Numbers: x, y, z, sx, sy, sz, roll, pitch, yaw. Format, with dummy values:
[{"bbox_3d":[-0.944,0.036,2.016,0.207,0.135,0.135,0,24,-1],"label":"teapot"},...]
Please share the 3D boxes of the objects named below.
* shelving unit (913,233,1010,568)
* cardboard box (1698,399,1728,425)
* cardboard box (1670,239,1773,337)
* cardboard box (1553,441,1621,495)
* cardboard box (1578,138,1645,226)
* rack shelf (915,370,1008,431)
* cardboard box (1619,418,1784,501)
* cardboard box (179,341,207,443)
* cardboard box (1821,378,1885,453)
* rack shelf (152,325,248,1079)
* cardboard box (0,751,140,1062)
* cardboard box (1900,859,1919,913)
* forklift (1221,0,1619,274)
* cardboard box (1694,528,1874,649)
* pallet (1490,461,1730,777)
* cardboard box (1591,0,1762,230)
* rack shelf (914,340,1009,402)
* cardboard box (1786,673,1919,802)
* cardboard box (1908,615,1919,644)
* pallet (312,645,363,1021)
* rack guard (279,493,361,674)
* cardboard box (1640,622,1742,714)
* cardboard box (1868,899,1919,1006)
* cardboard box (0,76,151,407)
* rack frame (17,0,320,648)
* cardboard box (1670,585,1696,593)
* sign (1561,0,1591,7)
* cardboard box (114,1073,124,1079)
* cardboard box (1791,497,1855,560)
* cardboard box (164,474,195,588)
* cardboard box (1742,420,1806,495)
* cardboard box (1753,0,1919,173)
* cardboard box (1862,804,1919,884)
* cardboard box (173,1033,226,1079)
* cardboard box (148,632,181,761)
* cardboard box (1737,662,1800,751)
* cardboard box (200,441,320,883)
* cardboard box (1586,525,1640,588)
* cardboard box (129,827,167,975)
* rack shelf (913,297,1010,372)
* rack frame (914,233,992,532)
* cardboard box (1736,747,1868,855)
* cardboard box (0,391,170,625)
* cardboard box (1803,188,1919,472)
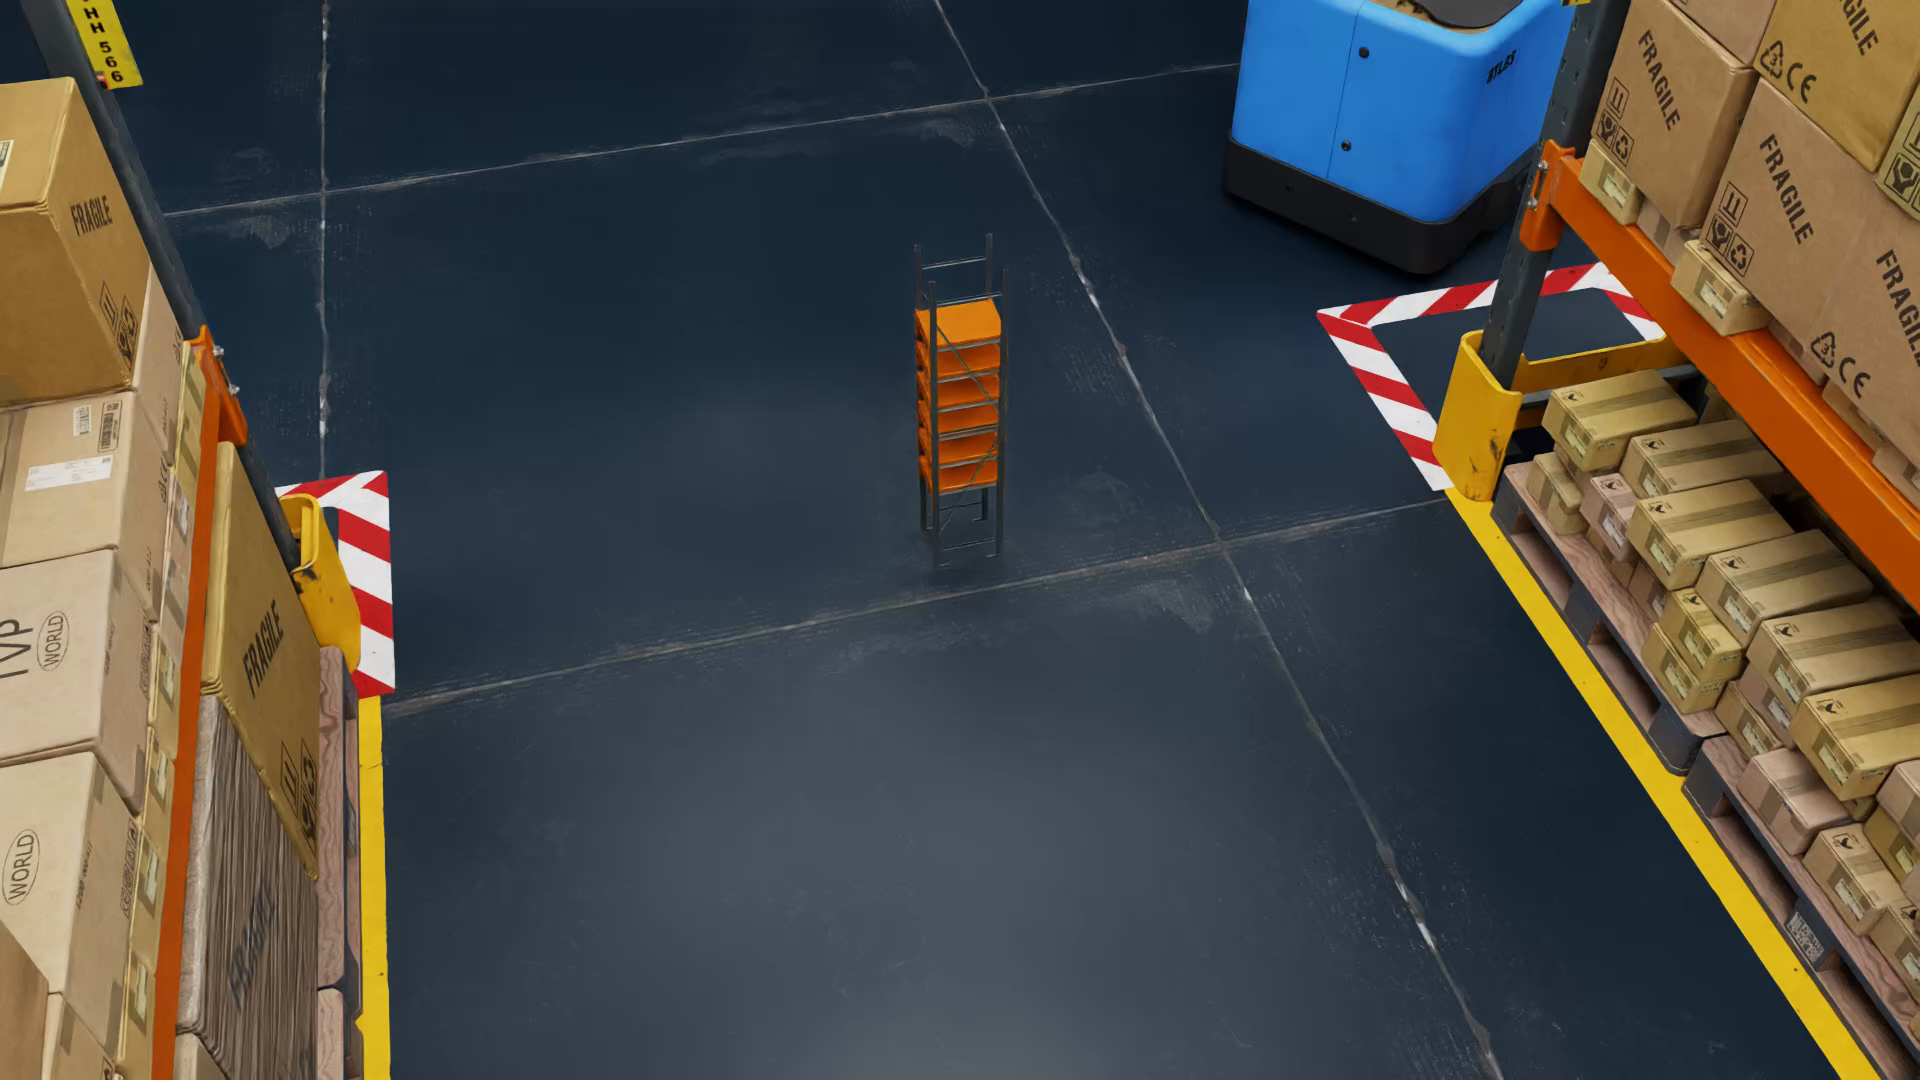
[{"bbox_3d":[0.004,-0.410,5.312,0.258,1.200,0.189,-11,47,-10],"label":"shelving unit"},{"bbox_3d":[2.709,-0.392,5.528,0.380,0.149,0.250,-12,47,-11],"label":"cardboard box"},{"bbox_3d":[2.186,-0.716,4.527,0.380,0.149,0.250,-12,47,-11],"label":"cardboard box"},{"bbox_3d":[2.184,-0.296,5.433,0.380,0.149,0.250,-9,46,-9],"label":"cardboard box"},{"bbox_3d":[2.064,-1.079,4.884,0.380,0.149,0.250,-11,47,-11],"label":"cardboard box"},{"bbox_3d":[0.004,-0.463,5.258,0.258,0.103,0.180,-11,47,-10],"label":"rack shelf"},{"bbox_3d":[2.290,-0.216,5.147,0.380,0.149,0.250,-10,46,-10],"label":"cardboard box"},{"bbox_3d":[-2.113,-0.340,4.159,0.380,0.149,0.250,-10,46,-10],"label":"cardboard box"},{"bbox_3d":[2.431,-0.370,4.188,0.380,0.149,0.250,-11,47,-11],"label":"cardboard box"},{"bbox_3d":[-2.011,1.019,3.155,1.077,0.370,4.000,-11,47,-10],"label":"rack shelf"},{"bbox_3d":[-1.745,0.681,2.879,0.500,0.250,0.500,-11,47,-10],"label":"cardboard box"},{"bbox_3d":[2.574,0.868,4.084,0.380,0.149,0.250,-12,47,-12],"label":"cardboard box"},{"bbox_3d":[2.464,-3.080,6.716,1.130,2.935,3.031,31,53,27],"label":"forklift"},{"bbox_3d":[2.374,0.137,4.801,0.380,0.149,0.250,-13,47,-12],"label":"cardboard box"},{"bbox_3d":[2.491,0.145,5.460,1.003,0.211,1.213,-11,47,-10],"label":"pallet"},{"bbox_3d":[2.145,-1.230,4.576,0.500,0.500,0.500,-9,46,-8],"label":"cardboard box"},{"bbox_3d":[0.004,-0.547,5.172,0.258,0.103,0.180,-11,47,-10],"label":"rack shelf"},{"bbox_3d":[2.459,0.521,4.425,0.380,0.149,0.250,-10,46,-10],"label":"cardboard box"},{"bbox_3d":[2.988,0.322,4.828,0.380,0.149,0.250,-10,46,-10],"label":"cardboard box"},{"bbox_3d":[-2.243,0.900,4.720,1.003,0.211,1.213,-11,47,-10],"label":"pallet"},{"bbox_3d":[-2.529,0.245,5.160,1.175,0.500,0.348,-11,47,-10],"label":"rack guard"},{"bbox_3d":[2.298,0.353,5.006,0.380,0.149,0.250,-10,46,-10],"label":"cardboard box"},{"bbox_3d":[2.625,1.046,4.327,0.380,0.149,0.250,-10,46,-10],"label":"cardboard box"},{"bbox_3d":[-2.144,-0.640,3.648,0.500,0.500,0.500,-10,46,-10],"label":"cardboard box"},{"bbox_3d":[-2.523,-0.614,4.251,1.000,3.000,0.127,-11,47,-10],"label":"rack frame"},{"bbox_3d":[2.347,0.057,5.088,0.380,0.149,0.250,-10,46,-10],"label":"cardboard box"},{"bbox_3d":[1.773,-1.655,4.665,0.100,0.325,0.005,-11,47,-10],"label":"sign"},{"bbox_3d":[-1.585,1.076,2.771,0.380,0.149,0.250,-10,46,-10],"label":"cardboard box"},{"bbox_3d":[2.843,-0.034,5.176,0.380,0.149,0.250,-12,47,-12],"label":"cardboard box"},{"bbox_3d":[-1.982,0.013,3.813,0.380,0.149,0.250,-11,47,-10],"label":"cardboard box"},{"bbox_3d":[2.687,-0.305,5.234,0.380,0.149,0.250,-10,46,-10],"label":"cardboard box"},{"bbox_3d":[2.291,-1.234,3.881,0.500,0.500,0.500,-9,46,-9],"label":"cardboard box"},{"bbox_3d":[2.637,0.788,4.372,0.380,0.149,0.250,-9,46,-8],"label":"cardboard box"},{"bbox_3d":[-1.821,1.653,3.224,0.875,0.875,0.875,-11,47,-10],"label":"cardboard box"},{"bbox_3d":[-1.851,0.365,3.468,0.380,0.149,0.250,-12,47,-11],"label":"cardboard box"},{"bbox_3d":[2.468,0.419,4.732,0.380,0.149,0.250,-13,47,-12],"label":"cardboard box"},{"bbox_3d":[-2.282,0.410,4.441,0.875,0.875,0.875,-11,47,-10],"label":"cardboard box"},{"bbox_3d":[2.268,-0.014,5.366,0.380,0.149,0.250,-11,47,-10],"label":"cardboard box"},{"bbox_3d":[-1.722,0.715,3.125,0.380,0.149,0.250,-10,46,-10],"label":"cardboard box"},{"bbox_3d":[0.004,-0.631,5.086,0.258,0.103,0.180,-11,47,-10],"label":"rack shelf"},{"bbox_3d":[-0.020,-0.473,5.374,0.240,1.200,0.006,-11,47,-10],"label":"rack frame"},{"bbox_3d":[2.435,0.699,4.667,0.380,0.149,0.250,-13,47,-12],"label":"cardboard box"},{"bbox_3d":[-2.013,-0.029,3.575,0.500,0.250,0.500,-11,47,-11],"label":"cardboard box"},{"bbox_3d":[2.420,-0.524,3.885,0.500,0.500,0.500,-10,46,-10],"label":"cardboard box"}]
